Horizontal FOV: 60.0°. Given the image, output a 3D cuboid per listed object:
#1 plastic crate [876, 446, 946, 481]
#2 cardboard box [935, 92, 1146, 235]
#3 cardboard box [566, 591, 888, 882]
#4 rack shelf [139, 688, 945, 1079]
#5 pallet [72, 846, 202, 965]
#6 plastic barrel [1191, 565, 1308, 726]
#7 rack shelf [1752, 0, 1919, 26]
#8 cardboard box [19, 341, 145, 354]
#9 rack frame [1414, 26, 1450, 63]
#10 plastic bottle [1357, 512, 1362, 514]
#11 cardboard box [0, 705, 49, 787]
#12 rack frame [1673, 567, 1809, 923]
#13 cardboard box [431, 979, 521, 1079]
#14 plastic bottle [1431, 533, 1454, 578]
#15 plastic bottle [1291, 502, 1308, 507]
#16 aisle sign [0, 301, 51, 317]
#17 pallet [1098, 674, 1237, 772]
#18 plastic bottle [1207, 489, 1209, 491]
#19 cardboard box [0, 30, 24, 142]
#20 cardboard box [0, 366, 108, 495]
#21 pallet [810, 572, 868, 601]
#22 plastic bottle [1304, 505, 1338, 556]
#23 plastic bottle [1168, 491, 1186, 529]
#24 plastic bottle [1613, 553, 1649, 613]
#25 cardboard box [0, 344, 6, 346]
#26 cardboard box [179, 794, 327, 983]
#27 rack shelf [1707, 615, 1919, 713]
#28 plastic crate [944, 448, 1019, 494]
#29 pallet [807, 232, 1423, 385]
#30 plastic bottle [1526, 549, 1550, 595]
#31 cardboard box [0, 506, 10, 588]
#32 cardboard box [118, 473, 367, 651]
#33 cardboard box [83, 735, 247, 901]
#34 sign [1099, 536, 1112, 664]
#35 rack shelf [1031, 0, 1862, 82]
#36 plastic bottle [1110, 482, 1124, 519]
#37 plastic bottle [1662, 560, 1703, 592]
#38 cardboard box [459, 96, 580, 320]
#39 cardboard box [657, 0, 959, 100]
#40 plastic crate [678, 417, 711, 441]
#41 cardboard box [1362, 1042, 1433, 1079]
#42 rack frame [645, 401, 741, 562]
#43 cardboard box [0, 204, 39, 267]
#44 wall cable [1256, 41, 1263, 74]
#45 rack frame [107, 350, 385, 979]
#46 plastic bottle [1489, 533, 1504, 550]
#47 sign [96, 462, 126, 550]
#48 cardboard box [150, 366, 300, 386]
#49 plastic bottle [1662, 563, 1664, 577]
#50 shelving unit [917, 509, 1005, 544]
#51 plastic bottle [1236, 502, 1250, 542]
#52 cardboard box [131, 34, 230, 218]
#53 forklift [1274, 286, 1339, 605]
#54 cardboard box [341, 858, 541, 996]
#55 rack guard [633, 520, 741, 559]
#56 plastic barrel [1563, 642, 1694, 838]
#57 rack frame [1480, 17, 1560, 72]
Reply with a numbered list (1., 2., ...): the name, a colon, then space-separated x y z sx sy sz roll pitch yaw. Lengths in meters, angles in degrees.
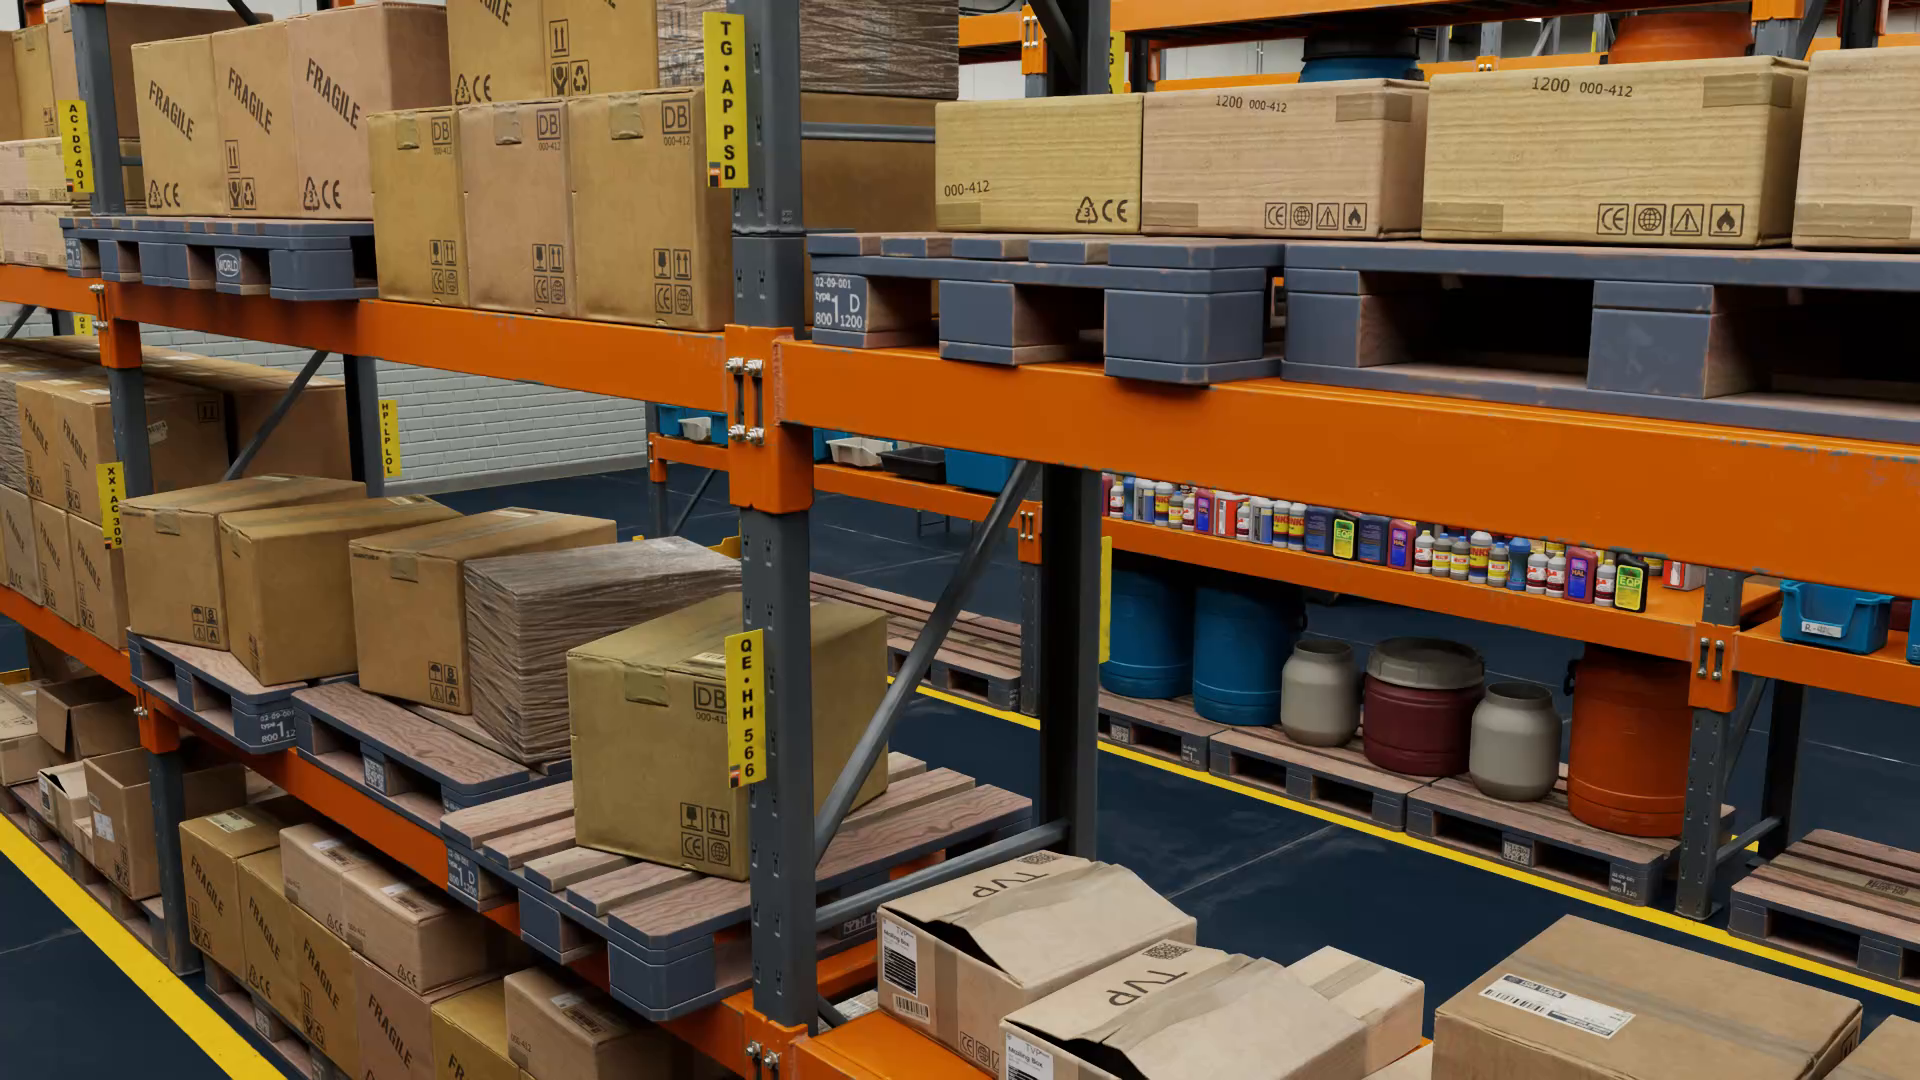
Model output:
1. plastic crate: -0.199 -0.493 10.742 0.437 0.125 0.590 -11 16 -43
2. cardboard box: 0.300 -0.742 3.315 0.500 0.250 0.500 10 15 41
3. cardboard box: -0.571 0.470 4.246 0.500 0.500 0.700 6 13 26
4. rack shelf: -1.436 0.862 5.417 1.077 0.370 4.000 -11 16 -43
5. pallet: -3.290 1.483 7.530 1.003 0.211 1.213 -11 16 -43
6. plastic barrel: 1.621 0.535 9.380 0.600 0.901 0.708 -11 16 -43
7. rack shelf: 13.724 -7.741 24.071 1.077 0.370 4.000 -11 16 -43
8. cardboard box: -4.723 -0.805 8.998 0.500 0.500 0.500 -10 16 -41
9. rack frame: 5.245 -5.361 18.971 1.000 3.000 0.127 -11 16 -43
10. plastic bottle: 2.228 -0.169 9.130 0.097 0.201 0.097 0 12 0
11. cardboard box: -4.718 1.030 8.543 0.500 0.250 0.500 -11 16 -43
12. rack frame: 3.531 0.111 7.276 1.000 3.000 0.127 -11 16 -43
13. cardboard box: -1.227 1.631 5.007 0.500 0.500 0.500 11 16 43
14. plastic bottle: 2.314 0.071 7.965 0.097 0.201 0.097 0 12 0
15. plastic bottle: 1.890 -0.230 9.253 0.097 0.271 0.097 0 12 0
16. aisle sign: -5.405 -1.692 9.588 0.394 0.787 0.004 -11 16 -43
17. pallet: 1.271 1.012 9.816 1.003 0.211 1.213 -11 16 -43
18. plastic bottle: 1.449 -0.289 9.712 0.097 0.201 0.097 0 12 0
19. cardboard box: -4.228 -2.073 7.718 0.700 0.500 0.500 -11 16 -43
20. cardboard box: -4.057 -0.507 7.552 0.500 0.500 0.500 -11 16 -42
21. pallet: -1.453 0.435 12.614 1.003 0.211 1.213 -11 16 -43
22. plastic bottle: 1.854 -0.106 8.455 0.144 0.351 0.185 -11 16 -43
23. plastic bottle: 1.193 -0.166 9.115 0.097 0.201 0.097 0 12 0
24. plastic bottle: 2.943 0.169 7.286 0.061 0.283 0.133 -11 16 -43
25. cardboard box: -5.463 -0.804 8.991 0.500 0.500 0.500 -10 15 -41
26. cardboard box: -2.659 1.331 6.462 0.500 0.500 0.500 11 16 43
27. rack shelf: 4.912 0.756 5.932 1.077 0.370 4.000 -11 16 -43
28. plastic crate: 0.199 -0.515 10.205 0.392 0.384 0.575 -11 16 -43
29. pallet: 0.479 -0.489 3.224 1.213 0.211 1.003 -10 15 -40
30. plastic bottle: 2.650 0.142 7.620 0.097 0.201 0.097 0 12 0
31. cardboard box: -4.415 -0.093 8.018 0.500 0.500 0.500 -11 16 -42
32. cardboard box: -2.651 0.063 6.222 0.500 0.500 0.700 6 13 26
33. cardboard box: -3.415 1.183 7.181 0.500 0.500 0.500 -11 16 -43
34. sign: 0.345 0.156 4.189 0.100 0.325 0.005 -11 16 -43
35. rack shelf: 2.149 -2.571 8.200 1.077 0.370 4.000 -11 16 -43
36. plastic bottle: 0.898 -0.228 9.417 0.097 0.201 0.097 0 12 0
37. plastic bottle: 3.356 0.085 7.711 0.152 0.276 0.135 -11 16 -43
38. cardboard box: -0.732 -0.850 4.263 0.910 0.500 0.500 -11 16 -43
39. cardboard box: -0.351 -1.271 3.828 0.500 0.500 0.500 -11 16 -43
40. plastic crate: -1.900 -0.816 12.283 0.250 0.136 0.298 -11 16 -43
41. cardboard box: 0.867 1.102 3.088 0.380 0.149 0.250 -9 15 -38
42. rack frame: -1.994 -1.056 12.943 1.000 3.000 0.127 -11 16 -43
43. cardboard box: -3.683 -1.287 7.000 0.500 0.250 0.500 -11 16 -43
44. wall cable: 4.624 -6.857 26.229 0.463 3.000 0.029 -11 16 -43
45. rack frame: -2.817 0.217 6.762 1.000 3.000 0.127 -11 16 -43
46. plastic bottle: 2.767 -0.089 8.569 0.097 0.271 0.097 0 12 0
47. sign: -3.204 -0.130 6.302 0.100 0.325 0.005 -11 16 -43
48. cardboard box: -3.295 -0.505 7.540 0.500 0.500 0.500 11 16 43
49. plastic bottle: 3.405 0.045 7.915 0.097 0.271 0.097 0 12 0
50. shelving unit: 0.005 -0.734 15.094 0.431 1.500 0.755 -11 16 -43
51. plastic bottle: 1.512 -0.099 8.787 0.097 0.201 0.097 0 12 0
52. cardboard box: -2.522 -1.472 5.990 0.600 0.600 0.600 10 15 40
53. forklift: 2.856 -1.058 13.123 3.031 2.935 1.130 7 14 32
54. cardboard box: -1.622 1.182 5.323 0.500 0.250 0.500 -11 16 -44
55. rack guard: -2.020 0.166 13.203 1.175 0.500 0.348 -11 16 -43
56. plastic barrel: 3.180 0.900 7.787 0.600 0.830 0.708 -11 16 -43
57. rack frame: 4.351 -4.101 12.854 1.000 3.000 0.127 -11 16 -43
